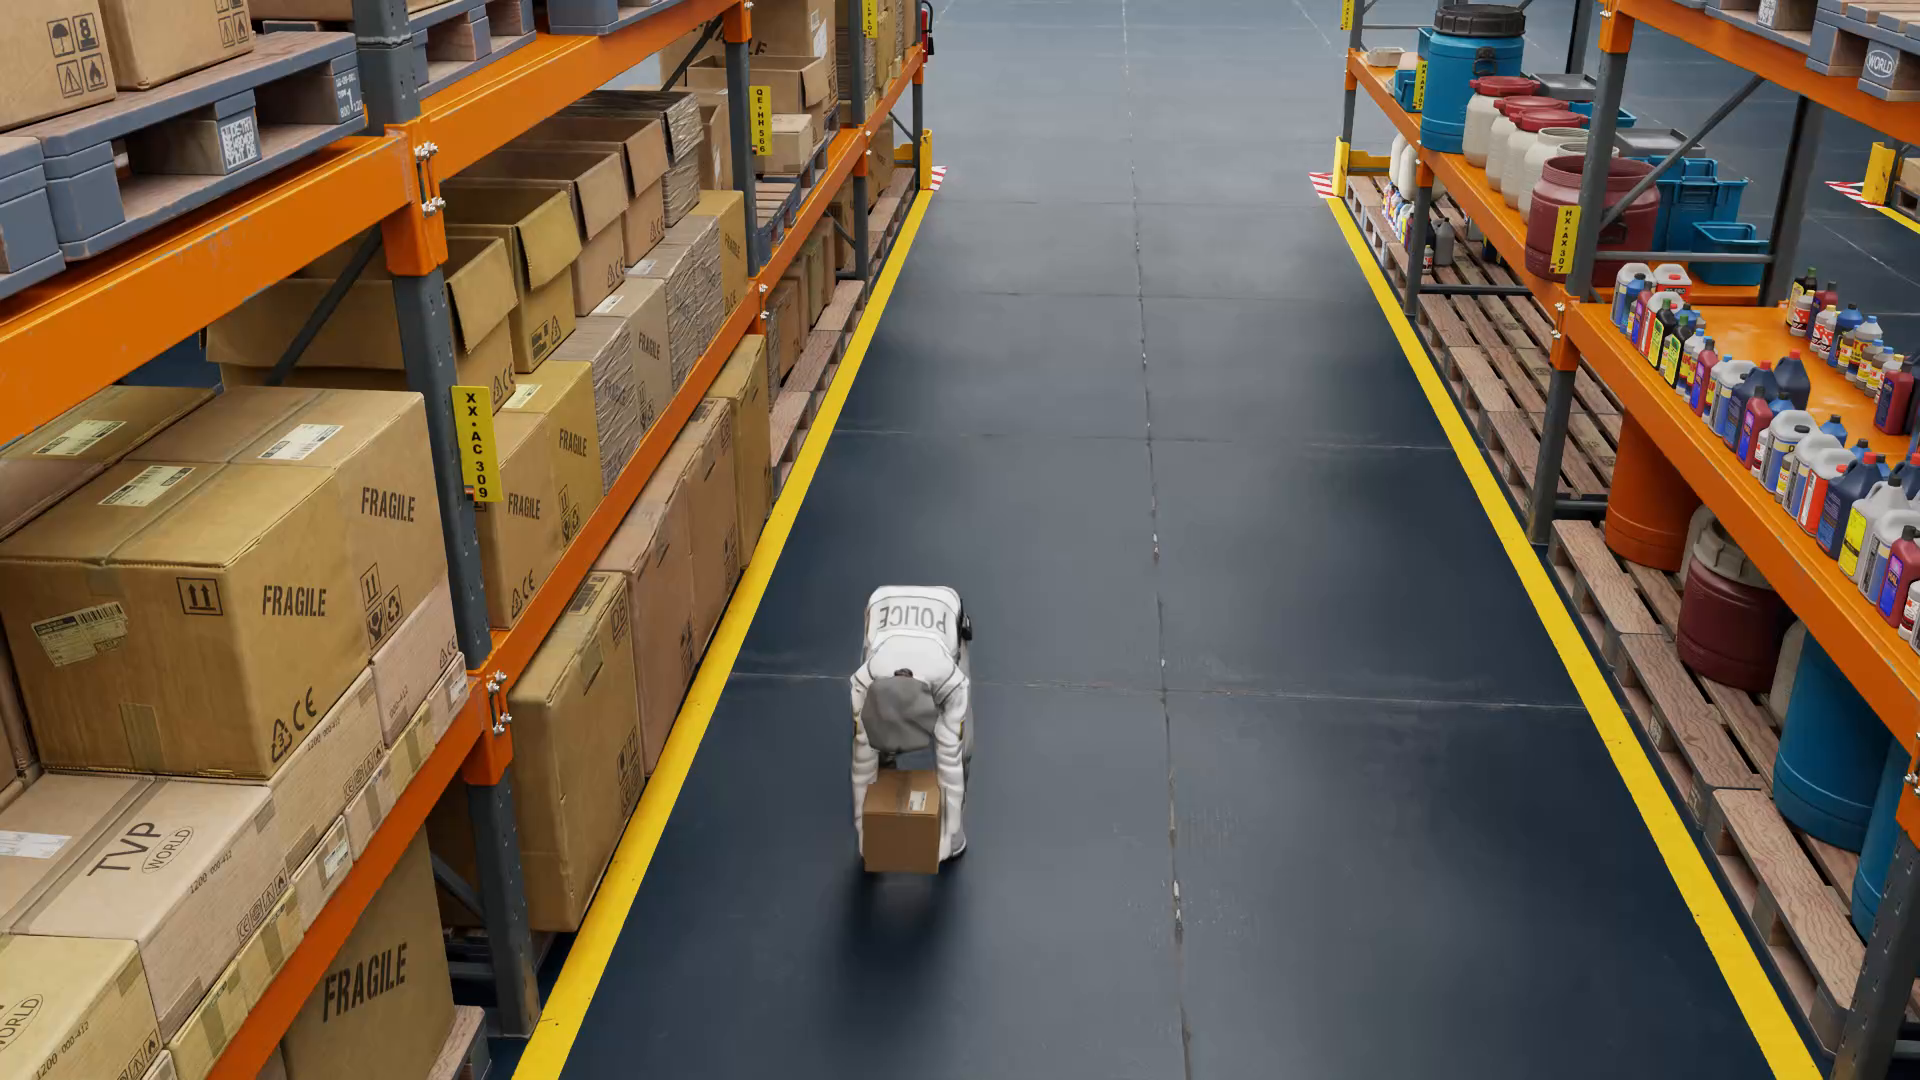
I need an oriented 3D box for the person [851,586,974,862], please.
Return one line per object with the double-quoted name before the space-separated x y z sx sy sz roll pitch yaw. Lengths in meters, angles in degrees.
"person" -0.172 0.734 5.789 0.428 1.014 0.921 1 25 3
